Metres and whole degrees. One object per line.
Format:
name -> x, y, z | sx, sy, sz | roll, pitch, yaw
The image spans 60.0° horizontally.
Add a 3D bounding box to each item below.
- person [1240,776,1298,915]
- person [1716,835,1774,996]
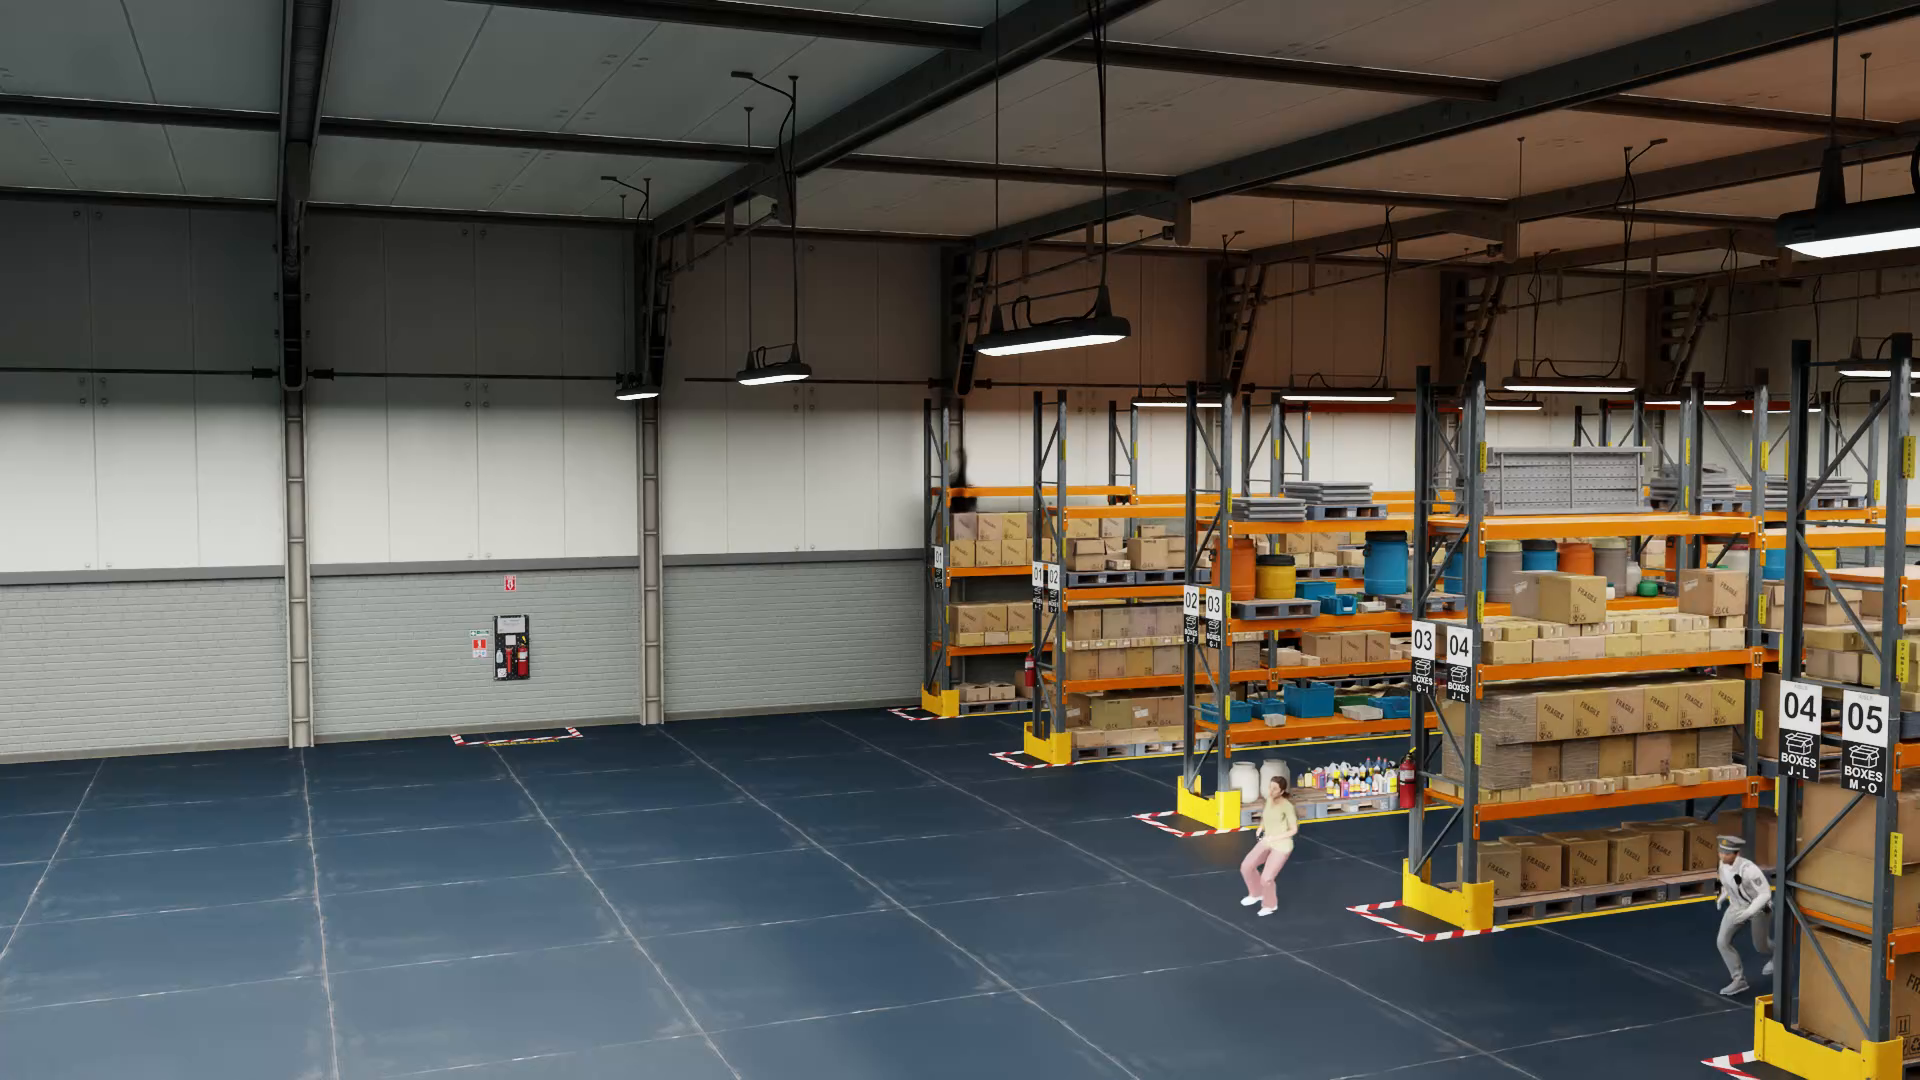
person -> 3.350, 3.334, 18.067 | 0.564, 1.596, 0.776 | -3, 4, -38
person -> 7.481, 3.494, 15.641 | 1.003, 1.517, 0.611 | -2, 4, -27
